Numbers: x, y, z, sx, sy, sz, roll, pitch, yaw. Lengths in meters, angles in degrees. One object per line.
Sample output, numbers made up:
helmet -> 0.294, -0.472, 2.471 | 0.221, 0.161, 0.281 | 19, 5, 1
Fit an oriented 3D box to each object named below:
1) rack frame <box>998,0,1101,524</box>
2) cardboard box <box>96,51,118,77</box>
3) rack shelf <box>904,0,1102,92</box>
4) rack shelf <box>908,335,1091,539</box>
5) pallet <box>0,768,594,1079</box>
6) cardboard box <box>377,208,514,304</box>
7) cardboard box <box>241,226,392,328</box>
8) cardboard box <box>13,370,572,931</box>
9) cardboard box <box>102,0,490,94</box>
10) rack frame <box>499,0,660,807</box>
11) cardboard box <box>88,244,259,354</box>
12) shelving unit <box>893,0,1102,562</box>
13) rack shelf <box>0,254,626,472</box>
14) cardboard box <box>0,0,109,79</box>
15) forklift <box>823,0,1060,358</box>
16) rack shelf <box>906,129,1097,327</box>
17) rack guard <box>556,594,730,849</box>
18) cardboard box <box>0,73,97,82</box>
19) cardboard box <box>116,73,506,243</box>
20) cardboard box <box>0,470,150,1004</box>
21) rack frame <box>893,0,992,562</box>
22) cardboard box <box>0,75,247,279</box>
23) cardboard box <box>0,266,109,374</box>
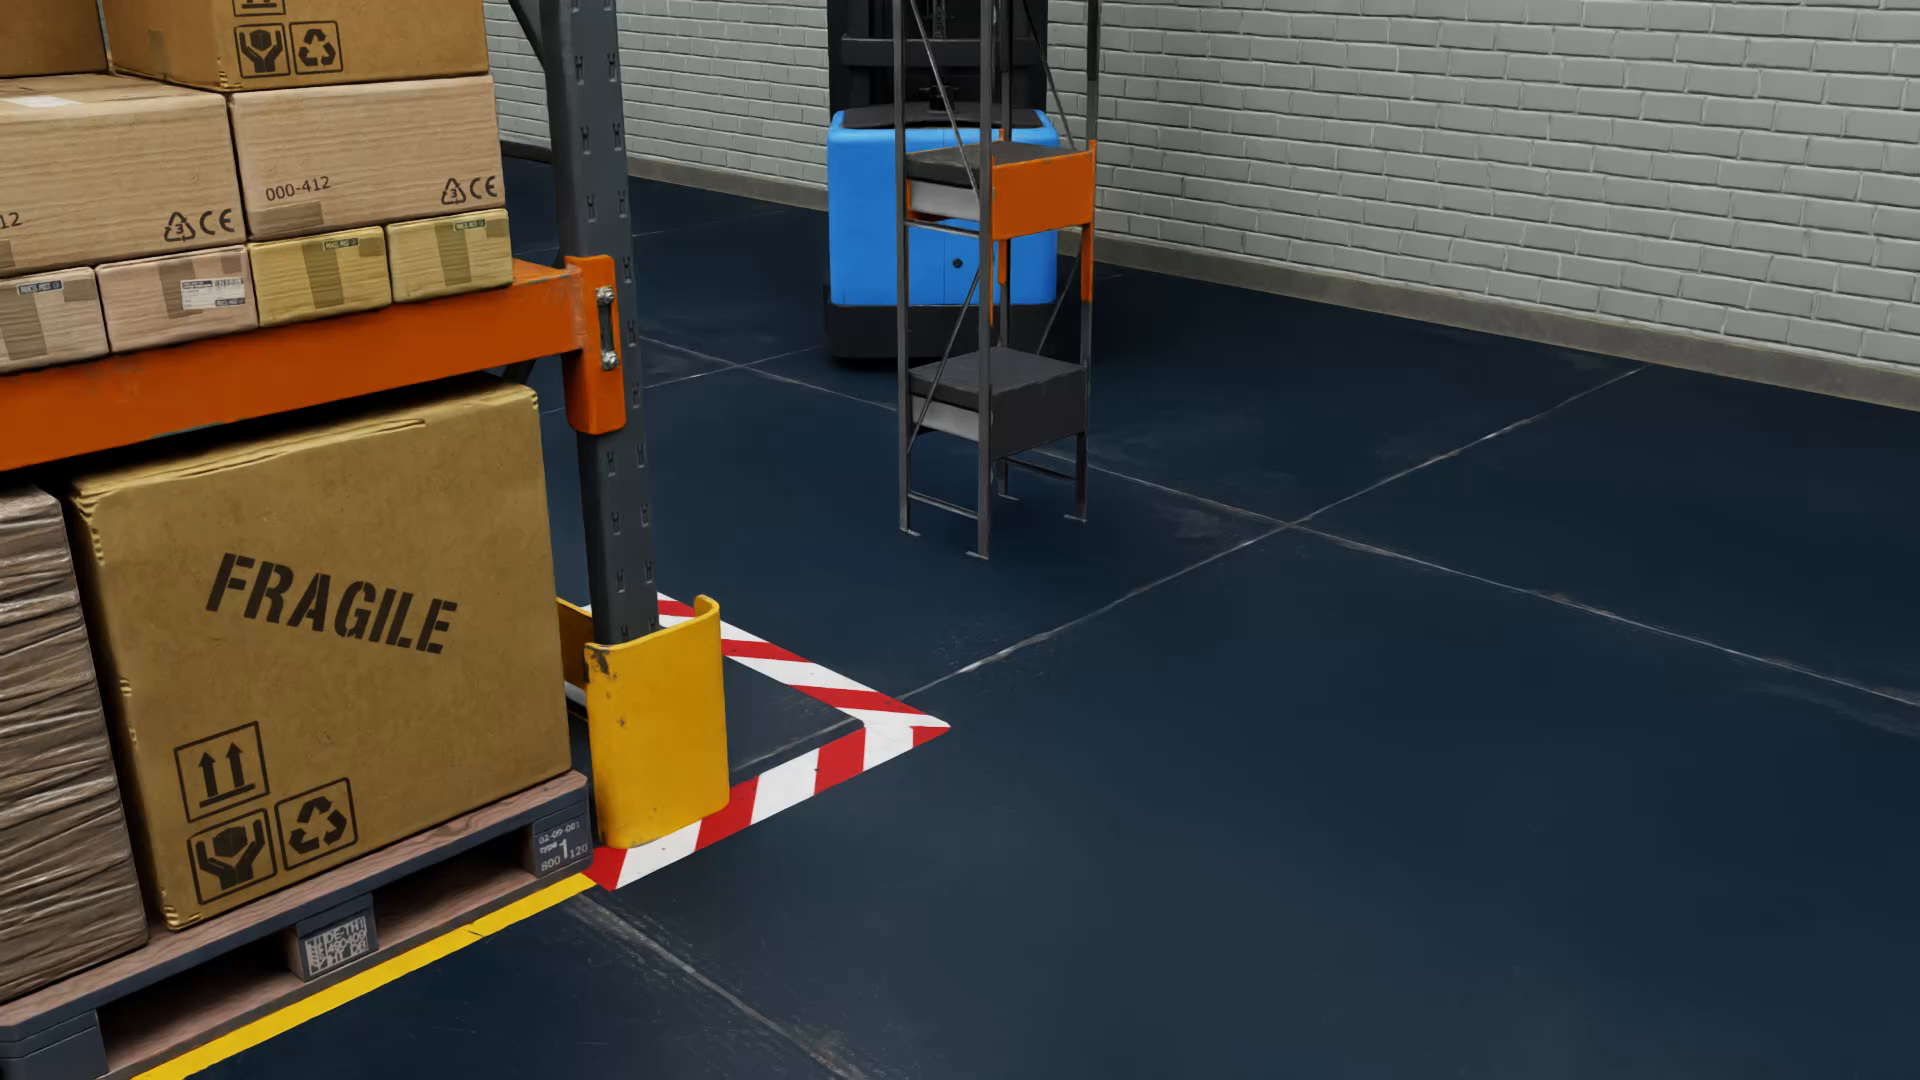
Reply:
rack frame -> 0.286, -1.085, 5.472 | 0.400, 2.100, 0.015 | 19, 28, 41
cardboard box -> -1.604, -0.889, 3.501 | 0.500, 0.250, 0.500 | 18, 28, 39
rack shelf -> 0.115, -1.663, 5.062 | 0.431, 0.518, 0.480 | 19, 28, 41
rack shelf -> 0.115, -0.357, 5.565 | 0.431, 0.518, 0.480 | 19, 28, 41
pallet -> -1.577, 0.651, 3.587 | 1.003, 0.211, 1.213 | 19, 28, 41
cardboard box -> -1.088, -0.585, 3.265 | 0.250, 0.149, 0.380 | -20, 28, -41
cardboard box -> -1.268, -0.517, 3.090 | 0.380, 0.149, 0.250 | 20, 28, 41
cardboard box -> -1.465, 0.104, 3.498 | 0.875, 0.875, 0.875 | 19, 28, 41
cardboard box -> -1.227, -1.104, 3.014 | 0.500, 0.500, 0.500 | 20, 29, 41
rack frame -> -1.076, -0.876, 3.672 | 1.000, 3.000, 0.127 | 19, 28, 41
cardboard box -> -1.445, -0.453, 2.922 | 0.380, 0.149, 0.250 | 19, 28, 41
shelving unit -> 0.115, -1.023, 5.309 | 0.431, 2.100, 0.503 | 19, 28, 41
rack shelf -> -2.471, -0.026, 2.464 | 1.077, 0.370, 4.000 | 19, 28, 41
cardboard box -> -1.953, -1.110, 3.032 | 0.500, 0.500, 0.500 | 18, 28, 39
forklift -> -0.119, -2.670, 8.436 | 1.130, 2.935, 3.031 | -1, 21, -2
rack shelf -> 0.115, -1.010, 5.313 | 0.431, 0.518, 0.480 | 19, 28, 41
rack guard -> -1.059, 0.285, 4.137 | 1.175, 0.500, 0.348 | 19, 28, 41
cardboard box -> -1.962, -0.754, 3.149 | 0.500, 0.250, 0.500 | 19, 28, 40
cardboard box -> -1.224, -0.754, 3.149 | 0.500, 0.250, 0.500 | 19, 28, 40
cardboard box -> -2.100, 0.338, 2.889 | 0.875, 0.875, 0.875 | 19, 28, 41
rack frame -> -0.055, -0.960, 5.145 | 0.400, 2.100, 0.015 | 19, 28, 41
cardboard box -> -1.578, -0.623, 2.810 | 0.500, 0.250, 0.500 | 19, 28, 40
cardboard box -> -1.620, -0.389, 2.756 | 0.250, 0.149, 0.380 | -20, 28, -41
